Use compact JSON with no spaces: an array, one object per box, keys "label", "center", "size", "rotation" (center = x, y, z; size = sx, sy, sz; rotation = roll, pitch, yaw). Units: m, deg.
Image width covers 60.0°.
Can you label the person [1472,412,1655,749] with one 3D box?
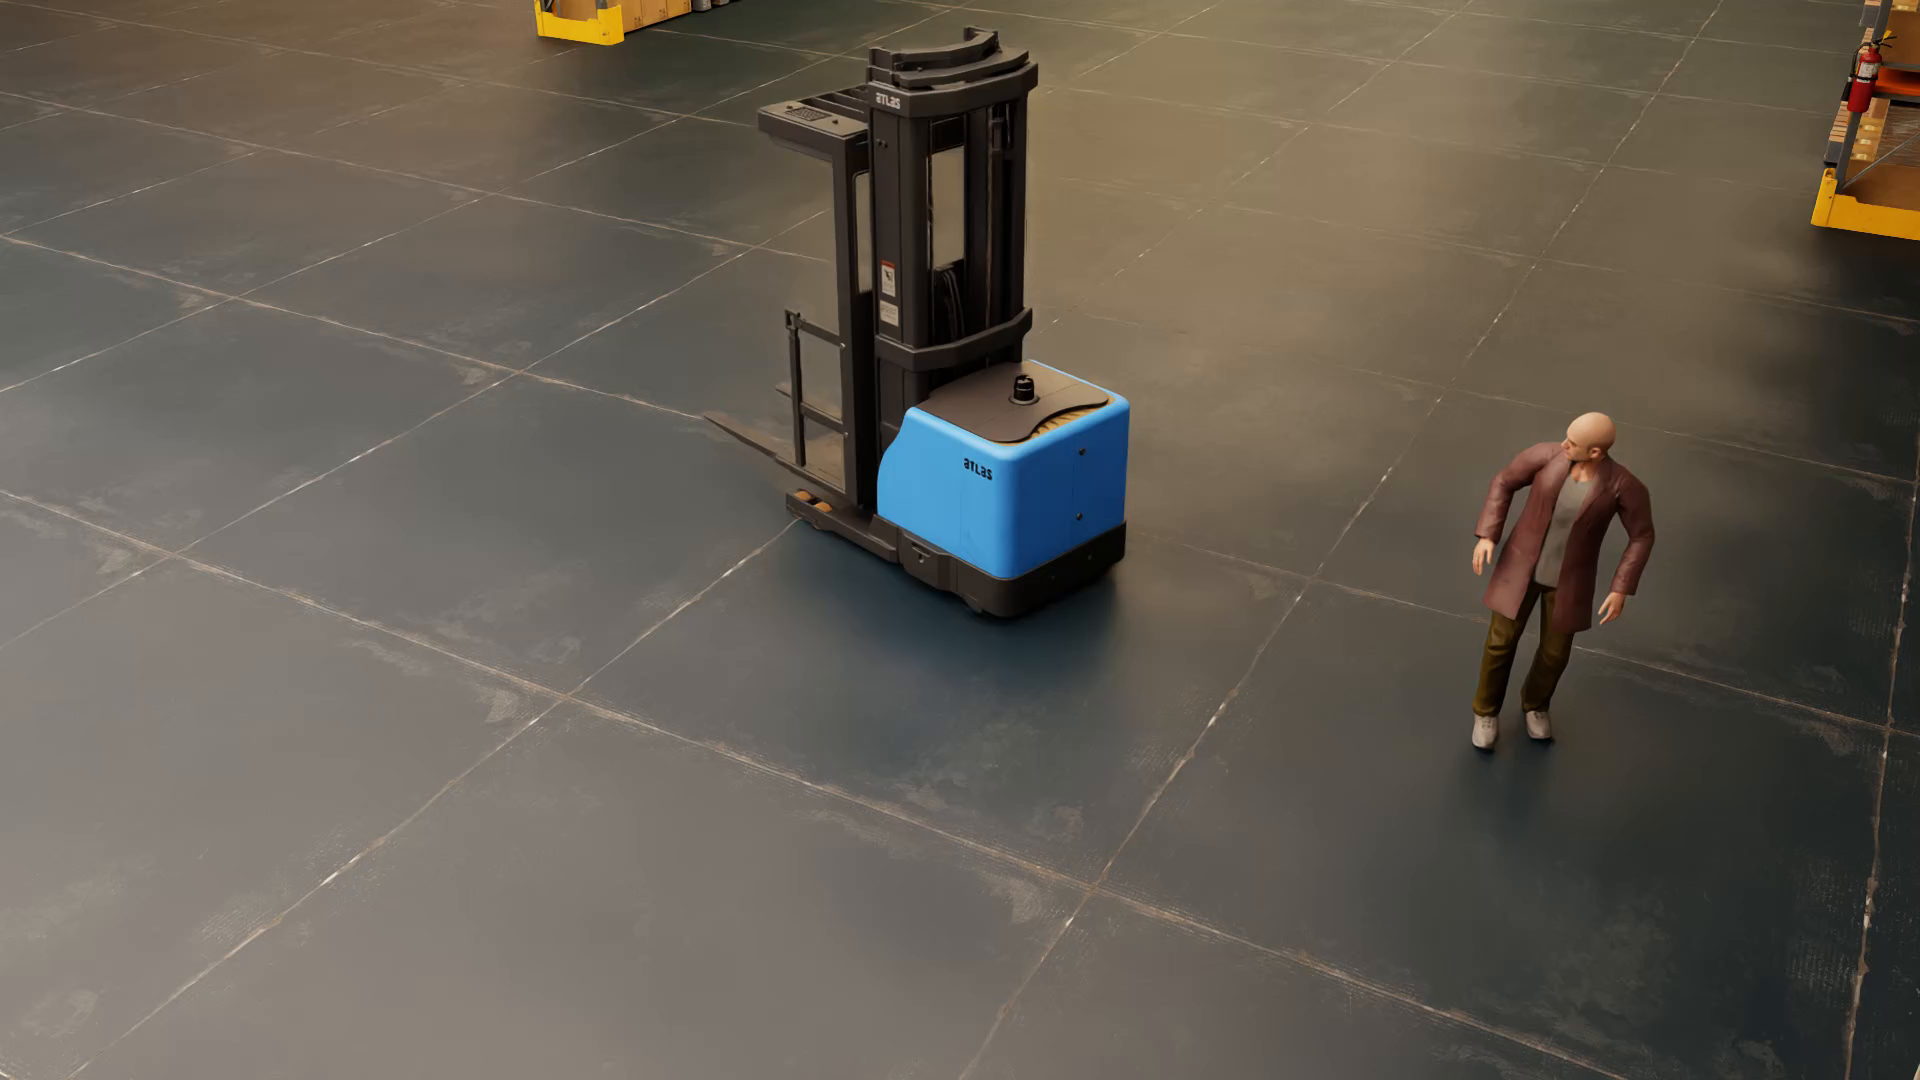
[{"label":"person","center":[2.821,0.199,7.907],"size":[0.796,1.758,0.556],"rotation":[12,32,20]}]

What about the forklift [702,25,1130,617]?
[{"label":"forklift","center":[-0.424,-1.489,9.651],"size":[1.130,2.935,3.031],"rotation":[-26,39,-37]}]
